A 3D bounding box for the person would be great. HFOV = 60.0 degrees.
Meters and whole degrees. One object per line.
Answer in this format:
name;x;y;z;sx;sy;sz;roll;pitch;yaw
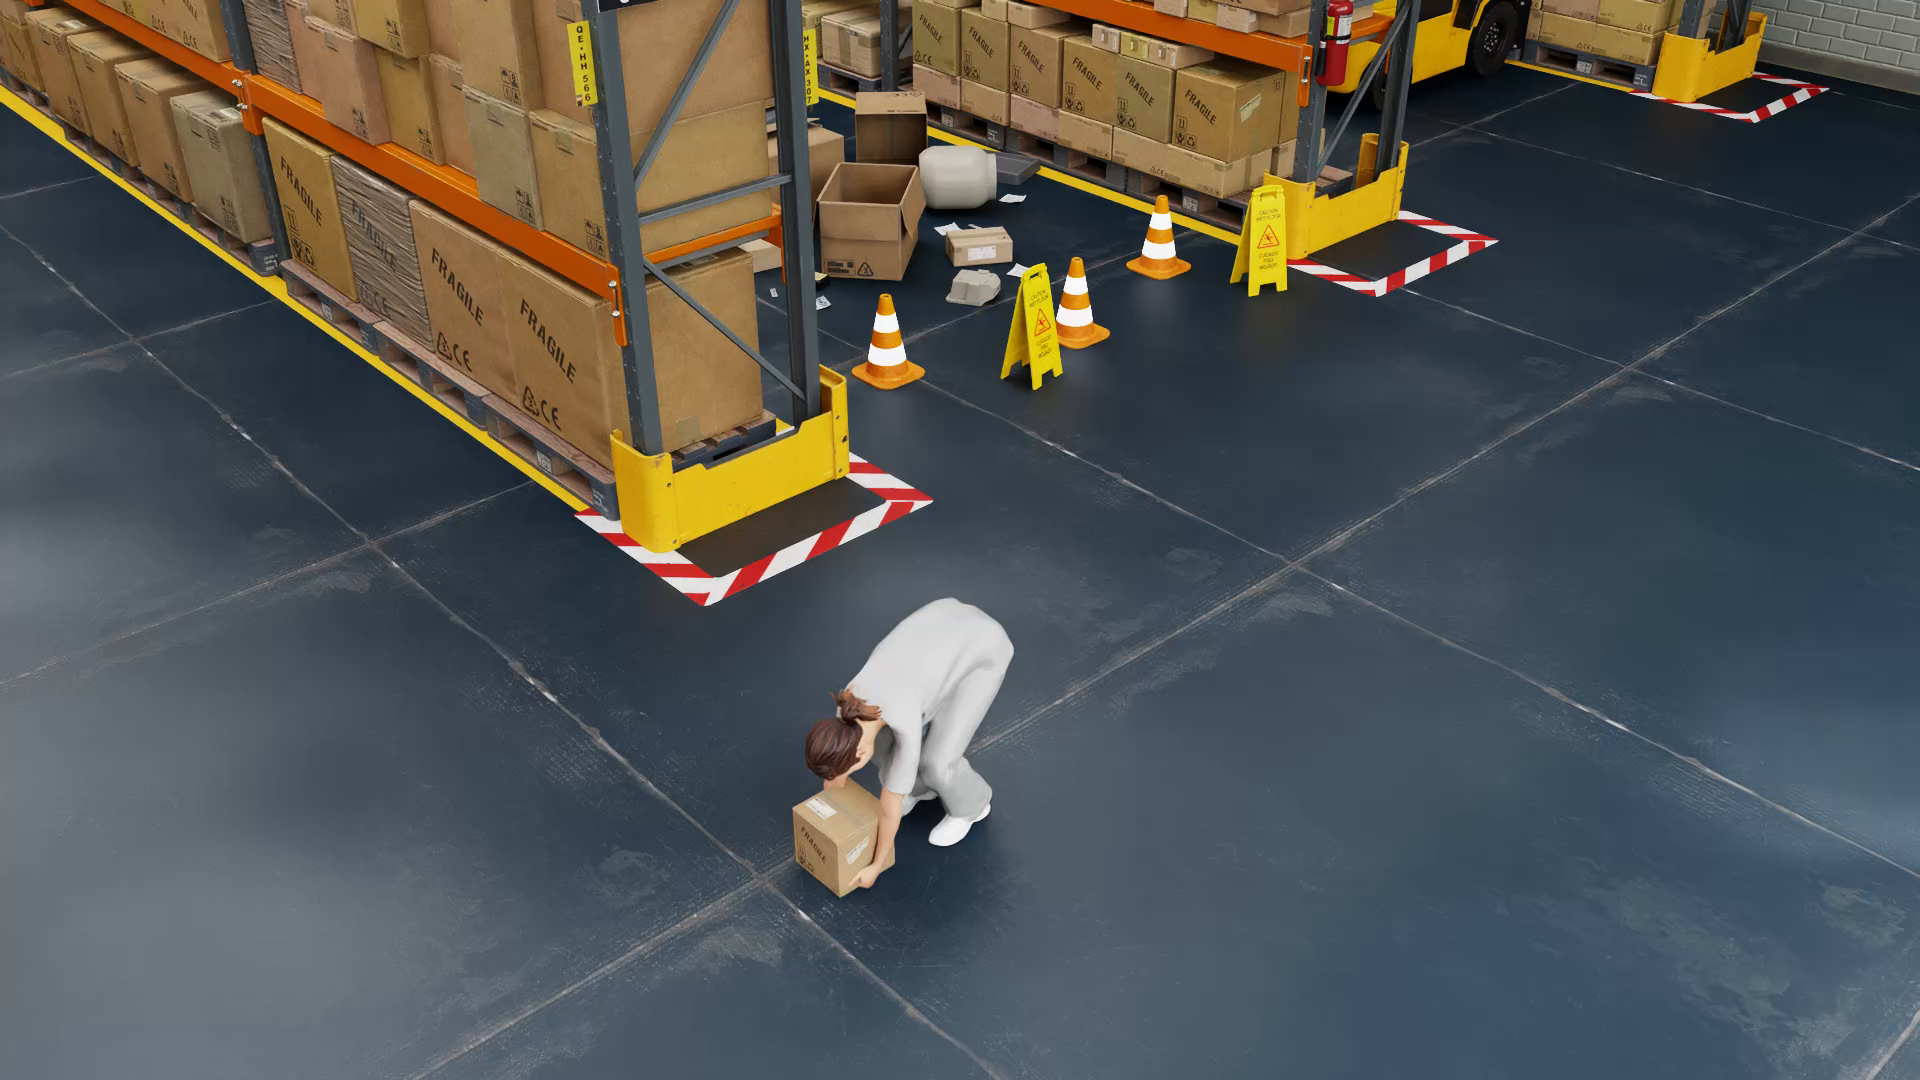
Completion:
person;-0.182;0.702;5.804;0.469;0.840;0.854;28;41;37
